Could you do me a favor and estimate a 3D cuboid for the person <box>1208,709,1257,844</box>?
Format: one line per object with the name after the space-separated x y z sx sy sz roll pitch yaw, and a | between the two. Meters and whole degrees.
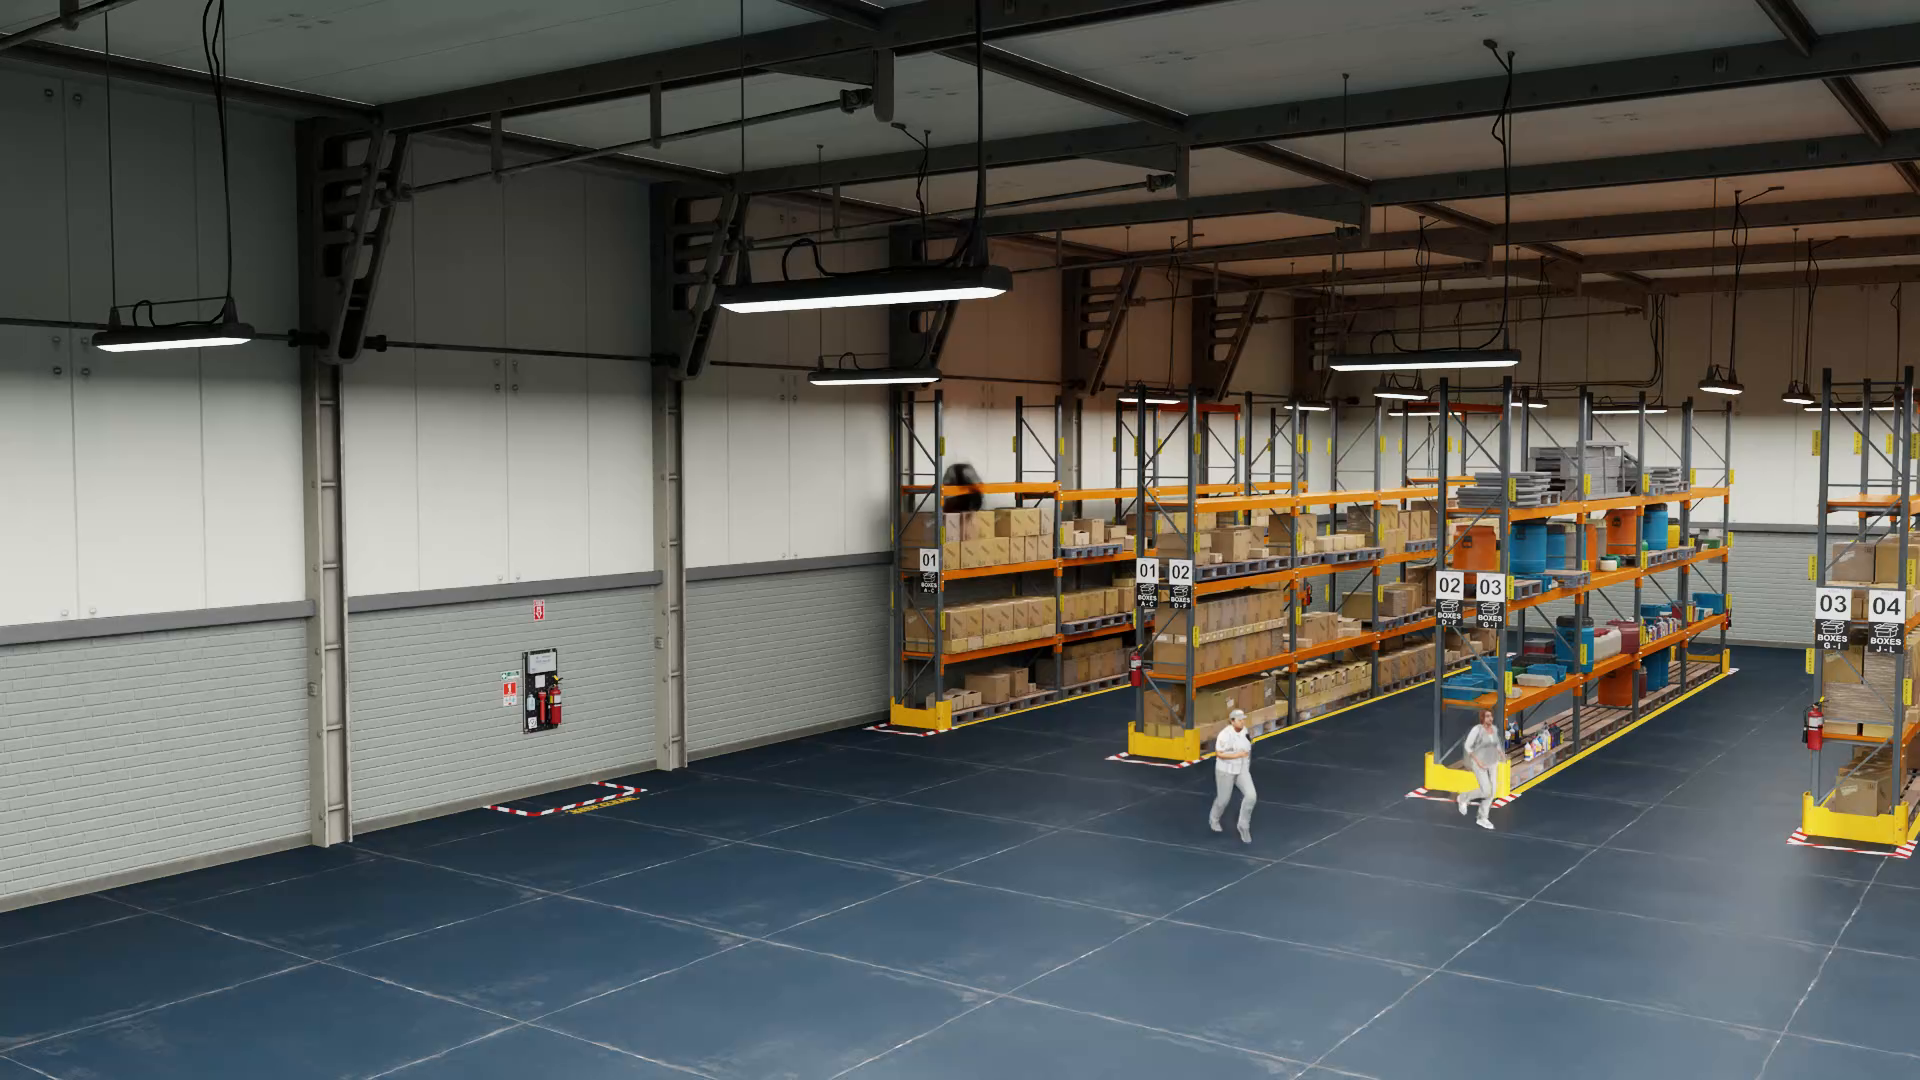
3.465 2.990 21.229 0.626 1.705 0.816 -2 4 -29 | person

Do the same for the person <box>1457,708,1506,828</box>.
6.913 3.005 21.985 0.533 1.556 0.588 -1 4 -24 | person
